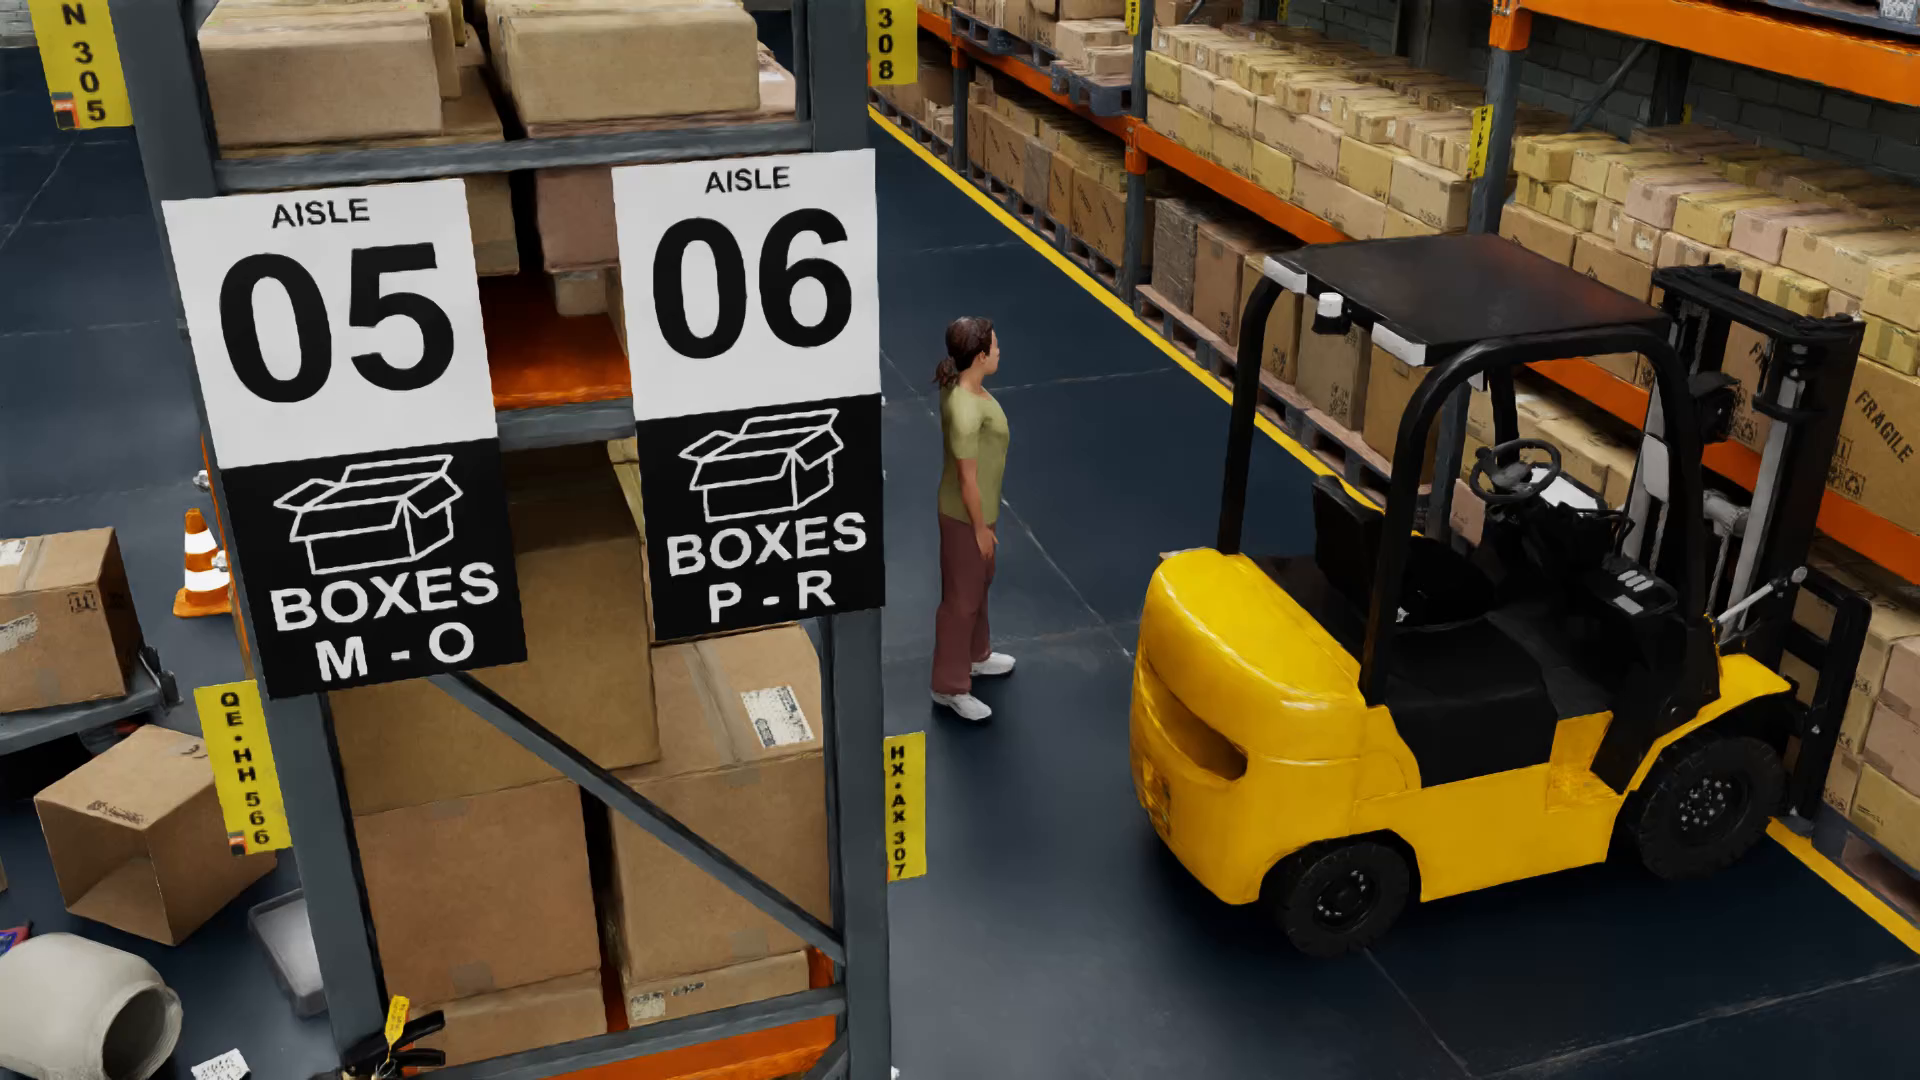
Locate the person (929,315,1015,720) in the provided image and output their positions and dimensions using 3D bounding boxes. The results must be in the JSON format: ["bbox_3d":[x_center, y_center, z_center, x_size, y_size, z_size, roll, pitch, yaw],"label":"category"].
[{"bbox_3d":[0.057,-0.107,6.785,0.366,1.681,0.538,0,26,1],"label":"person"}]
